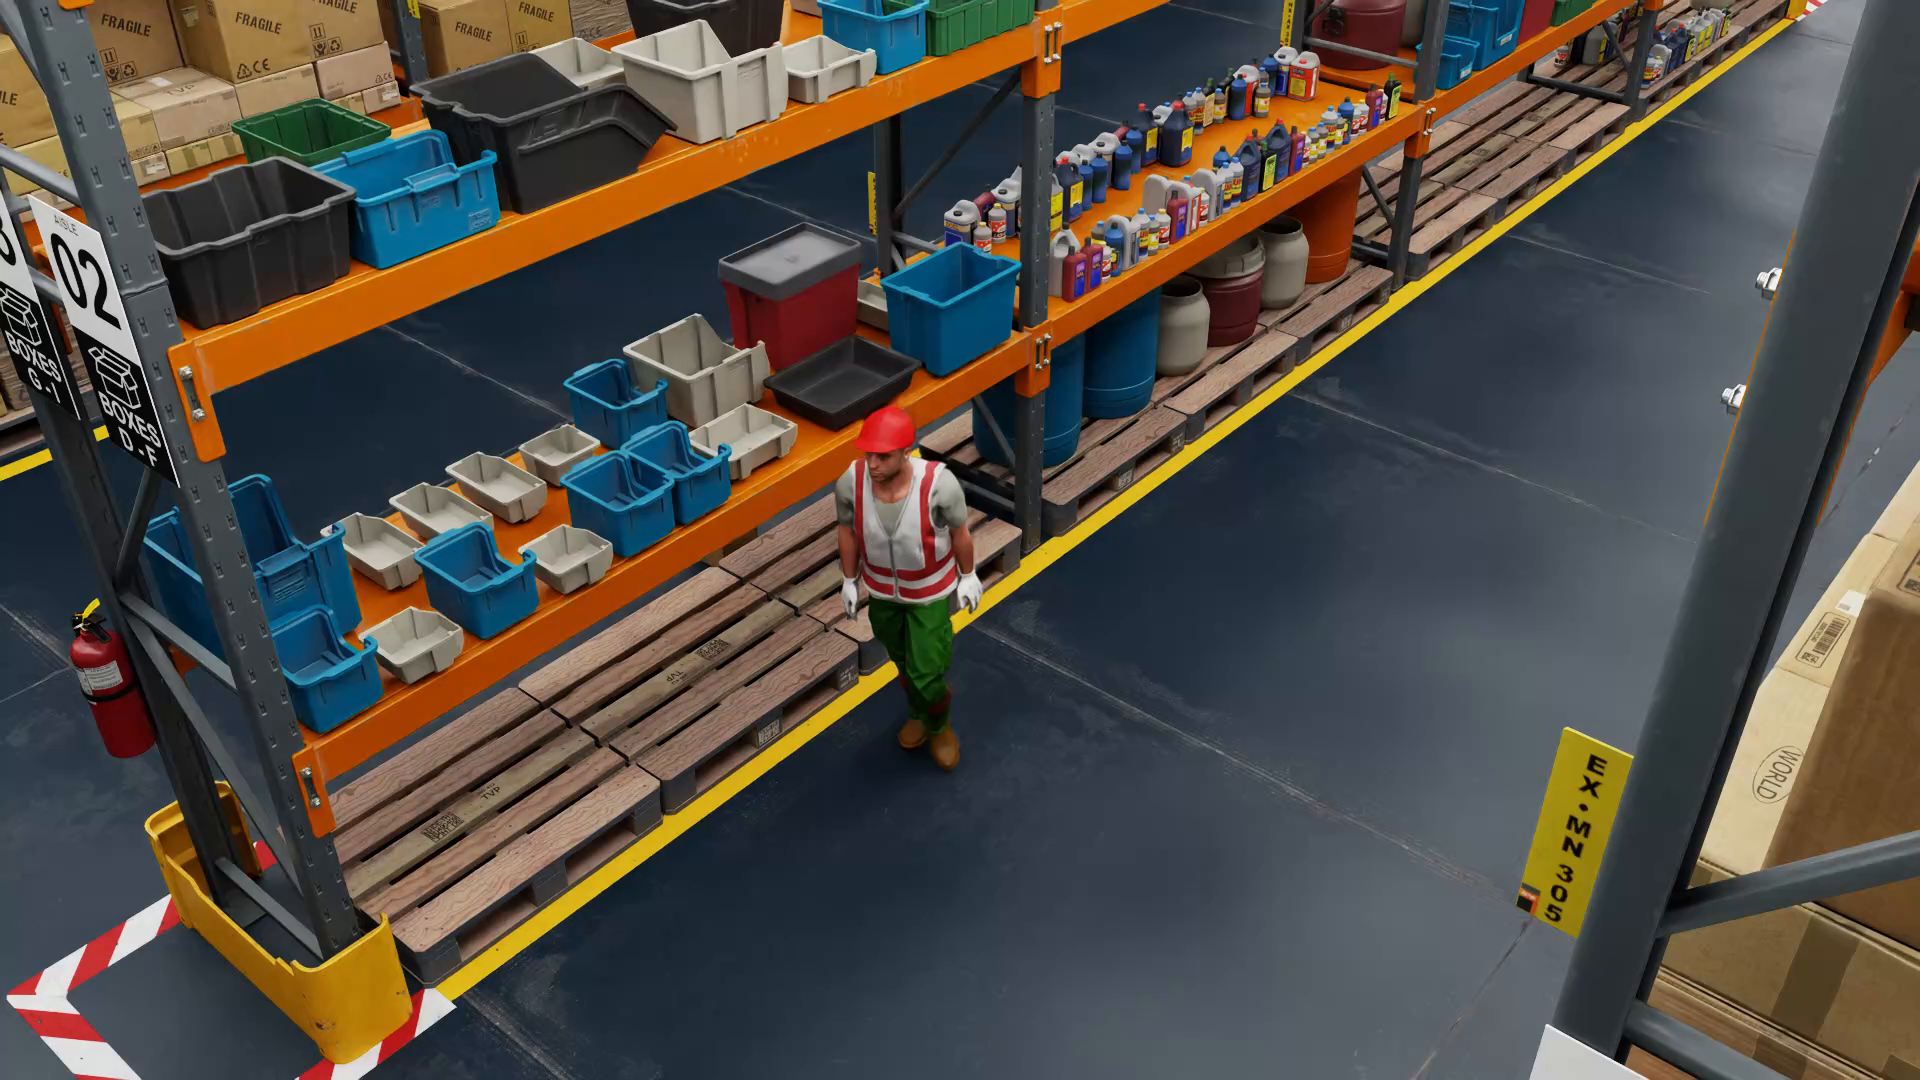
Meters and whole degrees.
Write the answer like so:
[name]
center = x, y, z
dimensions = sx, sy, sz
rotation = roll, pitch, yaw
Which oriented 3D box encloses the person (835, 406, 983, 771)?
[person]
center = -0.219, 0.192, 6.903
dimensions = 0.579, 1.766, 0.518
rotation = 11, 36, 16
